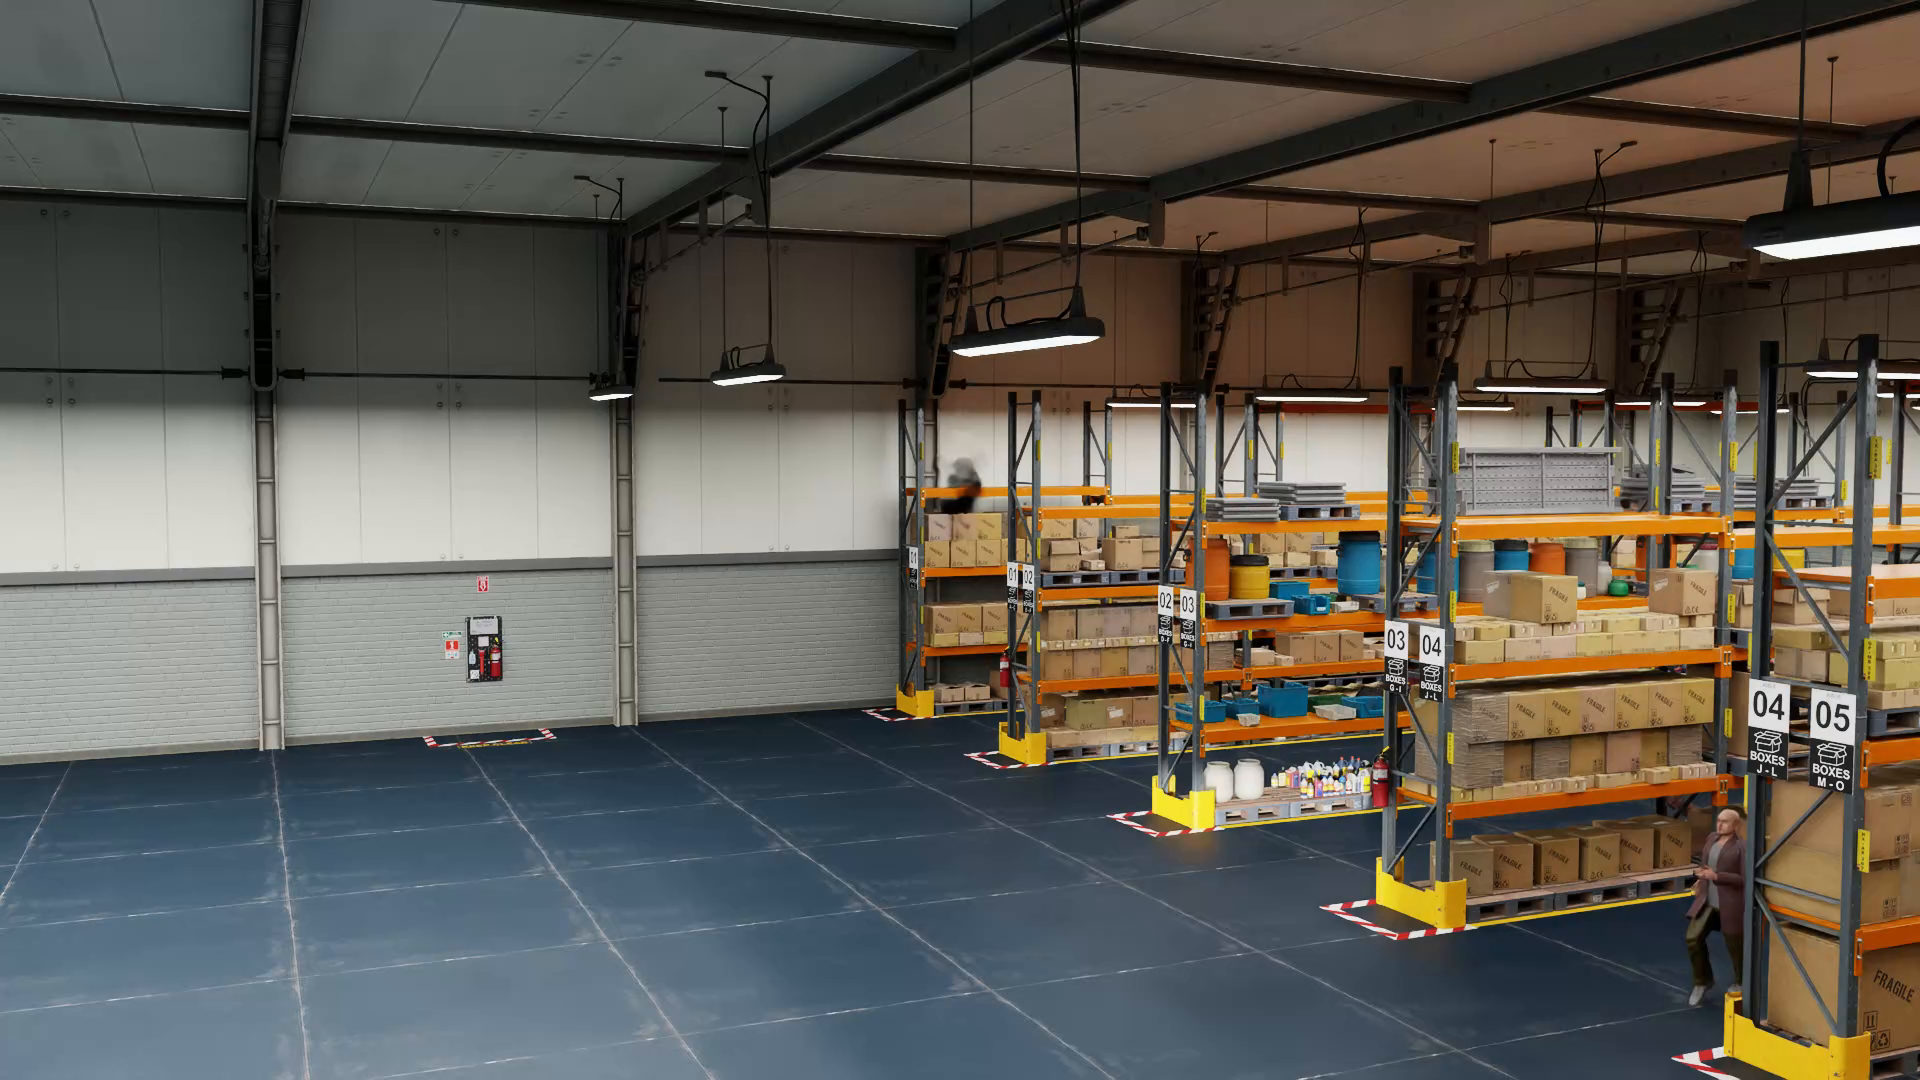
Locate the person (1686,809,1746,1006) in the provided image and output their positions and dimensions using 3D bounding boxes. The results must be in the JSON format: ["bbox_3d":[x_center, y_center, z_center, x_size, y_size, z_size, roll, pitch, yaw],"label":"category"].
[{"bbox_3d":[7.012,3.384,15.288,0.822,1.843,0.667,-2,4,-31],"label":"person"}]

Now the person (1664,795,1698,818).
[{"bbox_3d":[9.354,3.021,21.707,0.652,1.583,0.577,-1,4,-20],"label":"person"}]
